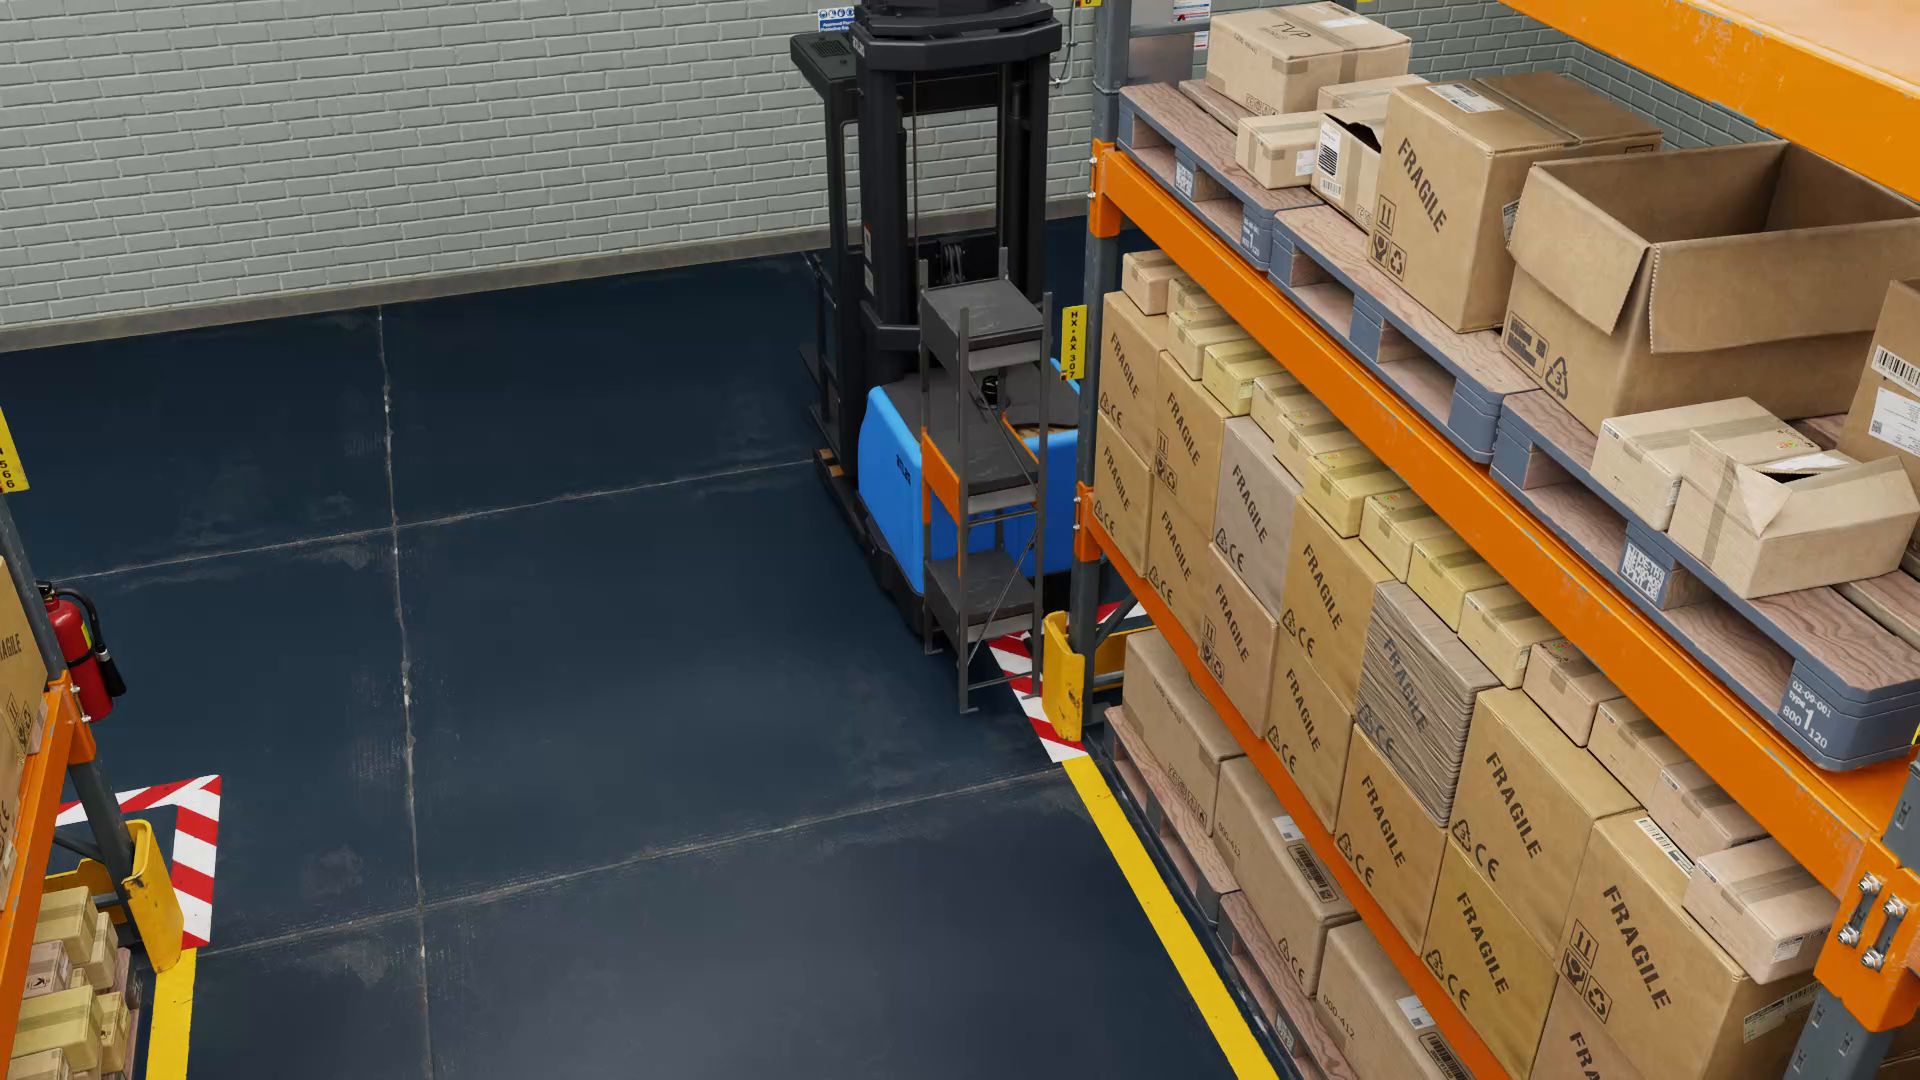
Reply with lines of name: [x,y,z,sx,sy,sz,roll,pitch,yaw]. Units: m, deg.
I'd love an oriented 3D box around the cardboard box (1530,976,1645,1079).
cardboard box: [1.822,1.371,4.182,0.500,0.500,0.500,-10,35,-14]

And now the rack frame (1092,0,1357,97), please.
rack frame: [0.987,-2.989,5.431,1.000,3.000,0.127,-10,35,-15]

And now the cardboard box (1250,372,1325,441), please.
cardboard box: [1.177,-0.437,5.425,0.380,0.149,0.250,-10,35,-14]

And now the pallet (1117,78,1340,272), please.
pallet: [1.223,-1.313,5.696,1.003,0.211,1.213,-10,35,-15]

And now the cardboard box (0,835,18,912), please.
cardboard box: [-3.097,1.024,5.028,0.380,0.149,0.250,-9,35,-13]

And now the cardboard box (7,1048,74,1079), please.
cardboard box: [-3.053,1.803,5.285,0.380,0.149,0.250,-11,35,-17]

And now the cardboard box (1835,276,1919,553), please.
cardboard box: [2.228,-0.241,3.430,0.500,0.500,0.500,-9,35,-14]

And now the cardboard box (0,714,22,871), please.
cardboard box: [-3.162,0.697,4.933,0.500,0.500,0.500,-11,35,-16]

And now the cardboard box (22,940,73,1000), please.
cardboard box: [-3.271,1.542,5.681,0.380,0.149,0.250,-9,35,-14]

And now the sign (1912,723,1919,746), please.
sign: [1.679,0.208,2.773,0.100,0.325,0.005,-10,35,-15]

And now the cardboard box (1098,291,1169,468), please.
cardboard box: [0.862,-0.645,6.328,0.500,0.500,0.500,-11,35,-16]

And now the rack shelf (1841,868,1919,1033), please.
rack shelf: [2.817,1.712,1.689,1.077,0.370,4.000,-10,35,-15]

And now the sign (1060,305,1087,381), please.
sign: [0.457,-0.790,6.688,0.100,0.325,0.005,-10,35,-15]

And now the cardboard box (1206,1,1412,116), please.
cardboard box: [1.210,-1.671,5.821,0.500,0.250,0.500,-13,36,-19]

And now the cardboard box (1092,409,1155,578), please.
cardboard box: [0.860,-0.228,6.603,0.500,0.500,0.500,-10,35,-15]

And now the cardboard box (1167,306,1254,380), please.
cardboard box: [0.950,-0.702,5.824,0.380,0.149,0.250,-9,34,-13]

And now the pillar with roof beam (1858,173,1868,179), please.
pillar with roof beam: [1.649,-4.669,7.973,9.100,9.000,0.400,-10,35,-15]

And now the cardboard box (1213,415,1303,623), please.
cardboard box: [1.191,-0.106,5.512,0.500,0.500,0.500,-10,35,-15]

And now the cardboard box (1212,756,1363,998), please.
cardboard box: [1.571,1.216,6.451,0.875,0.438,0.875,-9,35,-13]

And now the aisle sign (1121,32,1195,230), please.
aisle sign: [0.689,-1.560,6.351,0.394,0.787,0.004,-10,35,-15]

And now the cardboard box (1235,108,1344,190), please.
cardboard box: [1.100,-1.240,5.261,0.380,0.149,0.250,-9,34,-13]

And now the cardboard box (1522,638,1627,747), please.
cardboard box: [1.672,0.357,4.223,0.380,0.149,0.250,-10,35,-15]

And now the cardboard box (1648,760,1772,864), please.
cardboard box: [1.833,0.619,3.825,0.380,0.149,0.250,-9,35,-14]

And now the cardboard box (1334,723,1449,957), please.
cardboard box: [1.493,0.841,4.986,0.500,0.500,0.500,-11,35,-15]

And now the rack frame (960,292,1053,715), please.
rack frame: [0.188,-0.095,7.309,0.400,2.100,0.015,-12,35,-17]

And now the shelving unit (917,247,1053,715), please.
shelving unit: [0.102,-0.221,7.499,0.431,2.100,0.503,-12,35,-17]

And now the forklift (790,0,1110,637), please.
forklift: [-0.207,-1.551,8.758,1.130,2.935,3.031,-11,35,-16]

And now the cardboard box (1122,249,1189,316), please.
cardboard box: [0.832,-0.983,6.250,0.380,0.149,0.250,-9,35,-14]

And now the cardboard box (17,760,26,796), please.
cardboard box: [-3.287,0.764,5.420,0.380,0.149,0.250,-10,35,-15]

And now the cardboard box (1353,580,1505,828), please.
cardboard box: [1.489,0.420,4.715,0.500,0.500,0.500,-10,35,-14]

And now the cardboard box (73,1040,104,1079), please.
cardboard box: [-3.103,1.791,5.574,0.380,0.149,0.250,-11,35,-17]

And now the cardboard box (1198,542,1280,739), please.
cardboard box: [1.179,0.303,5.799,0.500,0.500,0.500,-10,35,-15]

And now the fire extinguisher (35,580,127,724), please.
fire extinguisher: [-3.334,0.377,6.186,0.296,0.674,0.183,-10,35,-15]

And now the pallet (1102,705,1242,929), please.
pallet: [1.306,1.084,7.238,1.003,0.211,1.213,-10,35,-15]

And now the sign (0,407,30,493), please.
sign: [-3.162,-0.299,5.464,0.100,0.325,0.005,-10,35,-15]

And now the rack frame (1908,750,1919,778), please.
rack frame: [2.207,-0.889,2.253,1.000,3.000,0.127,-10,35,-15]

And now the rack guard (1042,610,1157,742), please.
rack guard: [0.980,0.544,7.793,1.175,0.500,0.348,-10,35,-15]

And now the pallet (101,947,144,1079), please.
pallet: [-3.459,2.035,5.799,1.003,0.211,1.213,-10,35,-15]

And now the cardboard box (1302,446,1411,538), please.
cardboard box: [1.265,-0.162,5.007,0.380,0.149,0.250,-11,35,-16]

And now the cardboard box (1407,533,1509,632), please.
cardboard box: [1.480,0.094,4.620,0.380,0.149,0.250,-11,35,-16]

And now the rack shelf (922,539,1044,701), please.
rack shelf: [0.102,0.374,7.893,0.431,0.518,0.480,-12,35,-17]

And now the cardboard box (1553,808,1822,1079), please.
cardboard box: [1.800,0.953,3.908,0.500,0.500,0.500,-10,35,-15]

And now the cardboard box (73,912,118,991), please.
cardboard box: [-3.263,1.518,5.986,0.380,0.149,0.250,-11,35,-16]

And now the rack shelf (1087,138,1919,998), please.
rack shelf: [1.597,-0.388,4.867,1.077,0.370,4.000,-10,35,-15]

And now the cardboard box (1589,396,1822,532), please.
cardboard box: [1.627,-0.170,3.642,0.380,0.149,0.250,-9,35,-14]

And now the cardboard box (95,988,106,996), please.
cardboard box: [-3.337,1.655,6.050,0.380,0.149,0.250,-9,35,-14]

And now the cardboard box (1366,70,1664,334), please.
cardboard box: [1.459,-0.913,4.447,0.500,0.500,0.500,-9,35,-14]

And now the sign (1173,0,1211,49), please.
sign: [1.697,-3.872,12.294,0.329,0.494,0.001,-10,35,-15]
